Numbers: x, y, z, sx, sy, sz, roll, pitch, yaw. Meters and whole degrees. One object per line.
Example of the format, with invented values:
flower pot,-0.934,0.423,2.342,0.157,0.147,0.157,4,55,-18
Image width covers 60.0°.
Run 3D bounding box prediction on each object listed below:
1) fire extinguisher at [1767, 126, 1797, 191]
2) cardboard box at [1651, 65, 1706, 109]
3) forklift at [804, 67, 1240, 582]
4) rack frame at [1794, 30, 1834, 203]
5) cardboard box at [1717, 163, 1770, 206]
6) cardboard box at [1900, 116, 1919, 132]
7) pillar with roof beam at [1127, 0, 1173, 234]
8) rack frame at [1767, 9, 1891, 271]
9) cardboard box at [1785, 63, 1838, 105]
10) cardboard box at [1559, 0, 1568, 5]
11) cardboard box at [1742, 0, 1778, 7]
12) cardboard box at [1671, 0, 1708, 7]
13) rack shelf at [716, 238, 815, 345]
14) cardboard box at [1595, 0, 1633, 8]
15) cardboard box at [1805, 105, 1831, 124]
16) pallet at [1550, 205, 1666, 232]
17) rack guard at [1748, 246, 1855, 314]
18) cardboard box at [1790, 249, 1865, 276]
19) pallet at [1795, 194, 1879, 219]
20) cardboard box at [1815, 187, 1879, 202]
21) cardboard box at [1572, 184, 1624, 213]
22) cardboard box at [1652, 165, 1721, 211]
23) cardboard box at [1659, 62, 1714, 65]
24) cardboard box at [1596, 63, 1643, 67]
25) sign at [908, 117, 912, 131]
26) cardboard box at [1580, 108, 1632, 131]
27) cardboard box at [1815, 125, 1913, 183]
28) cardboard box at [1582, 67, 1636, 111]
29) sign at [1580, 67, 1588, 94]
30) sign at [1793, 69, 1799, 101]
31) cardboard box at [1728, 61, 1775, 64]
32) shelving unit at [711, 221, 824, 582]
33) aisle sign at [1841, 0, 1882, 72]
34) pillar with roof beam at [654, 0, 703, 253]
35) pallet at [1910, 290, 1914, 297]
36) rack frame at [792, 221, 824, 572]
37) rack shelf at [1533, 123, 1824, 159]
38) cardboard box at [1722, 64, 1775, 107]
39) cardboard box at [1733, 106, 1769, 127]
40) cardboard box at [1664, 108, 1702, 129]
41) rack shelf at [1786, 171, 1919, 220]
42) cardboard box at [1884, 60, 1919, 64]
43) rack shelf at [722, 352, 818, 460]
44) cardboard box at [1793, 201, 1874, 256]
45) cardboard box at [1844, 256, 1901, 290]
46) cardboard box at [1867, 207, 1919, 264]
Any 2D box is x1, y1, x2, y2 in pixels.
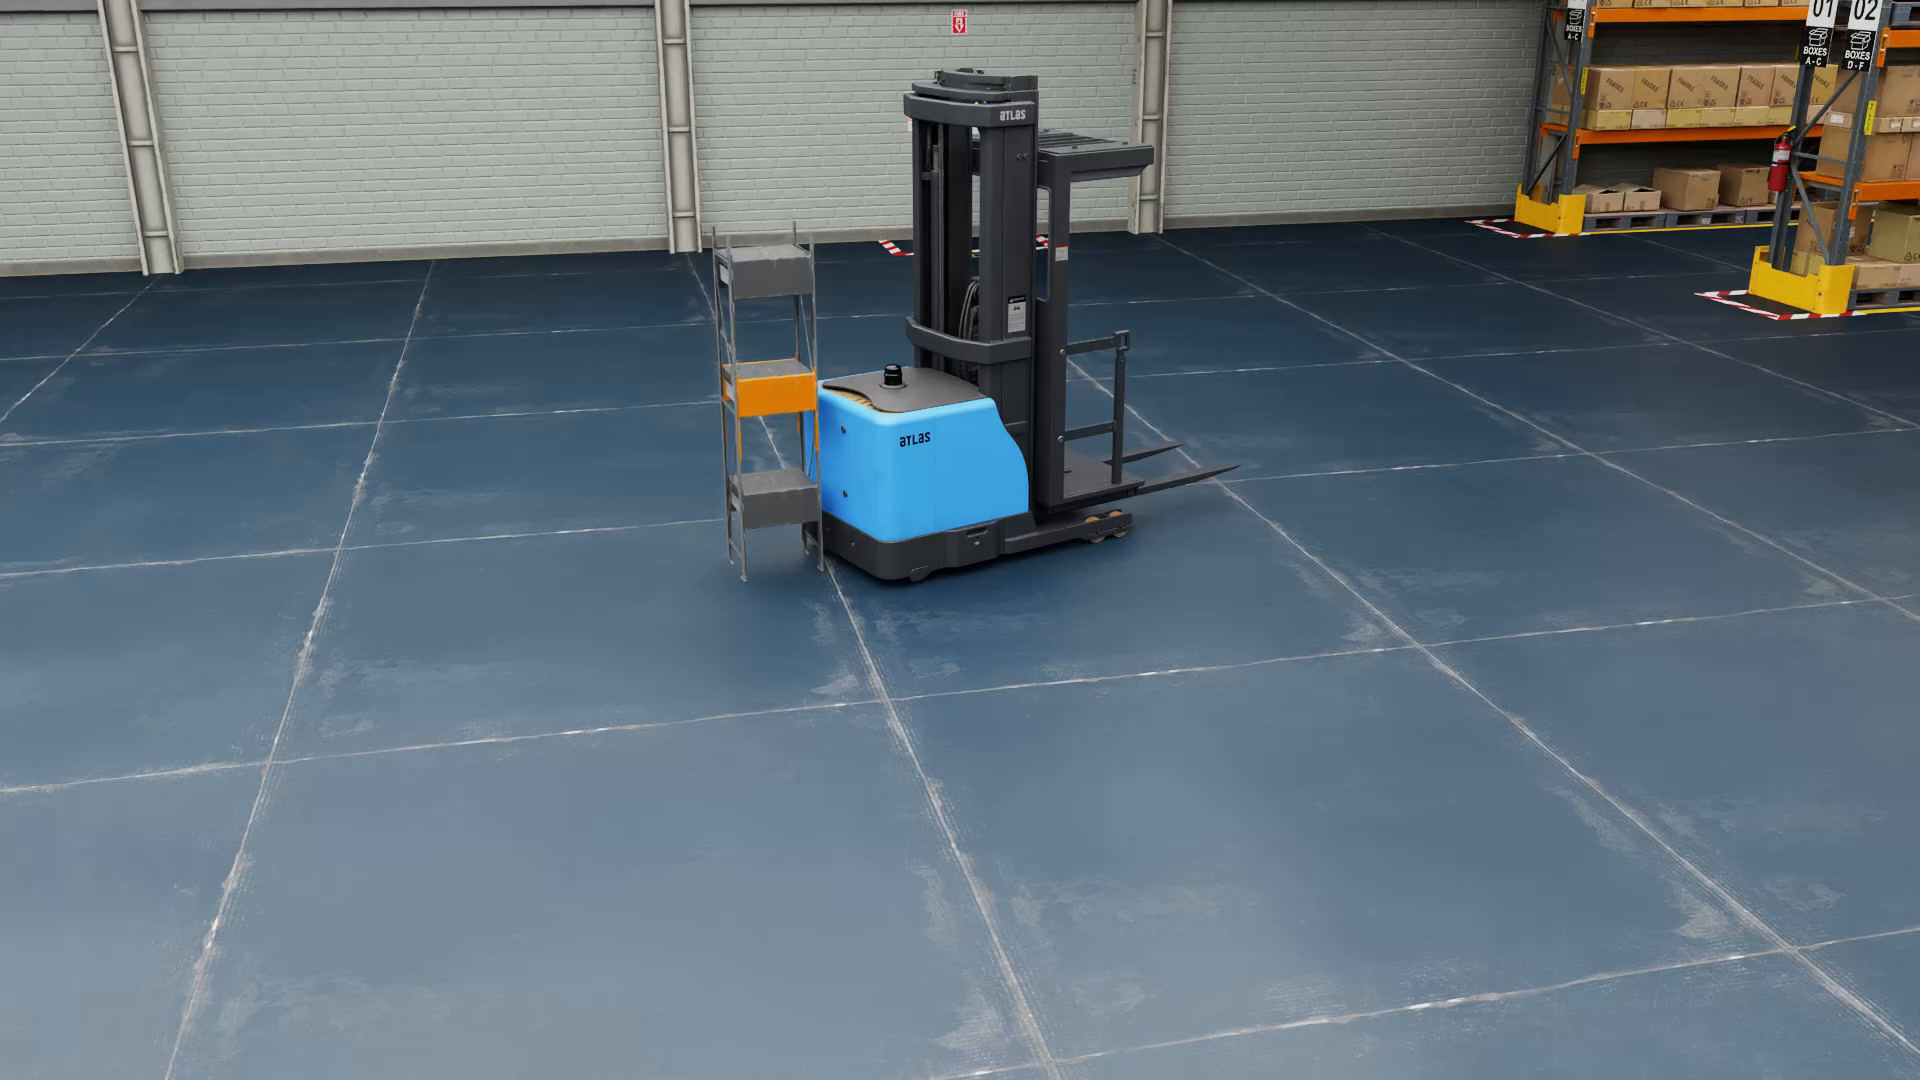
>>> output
fire extinguisher,8.713,-4.055,17.635,0.183,0.674,0.296,-5,21,-12
cardboard box,9.313,-5.905,21.674,0.500,0.500,0.500,-5,21,-14
forklift,0.518,-1.496,10.637,3.031,2.935,1.130,-13,24,-32
rack frame,11.684,-5.919,22.613,0.127,3.000,1.000,-5,21,-12
cardboard box,10.684,-4.857,22.706,0.500,0.500,0.500,-6,21,-17
cardboard box,9.623,-4.277,17.041,0.250,0.149,0.380,-5,21,-14
pillar with roof beam,3.426,-6.849,16.428,0.400,9.000,9.100,-5,21,-12
rack frame,8.935,-3.945,17.222,0.127,3.000,1.000,-5,21,-12
cardboard box,11.296,-6.069,22.121,0.500,0.500,0.500,-5,21,-13
cardboard box,8.140,-7.185,21.533,0.500,0.500,0.500,-3,20,-9
cardboard box,10.224,-7.169,21.489,0.500,0.500,0.500,-5,21,-15
cardboard box,9.210,-7.083,21.255,0.500,0.500,0.500,-4,20,-10
rack shelf,-1.150,-1.467,9.772,0.480,0.518,0.431,-8,21,-20
cardboard box,8.175,-7.010,21.055,0.500,0.500,0.500,-4,21,-11
cardboard box,11.293,-5.719,22.256,0.500,0.250,0.500,-5,21,-12
pallet,8.664,-4.352,22.388,1.213,0.211,1.003,-5,21,-12
rack guard,8.912,-2.769,17.647,0.348,0.500,1.175,-5,21,-12
cardboard box,9.389,-2.992,18.009,0.500,0.250,0.500,-5,21,-12
pallet,12.442,-4.672,23.262,1.213,0.211,1.003,-5,21,-12
cardboard box,12.397,-5.016,23.141,0.500,0.500,0.700,-4,20,-11
cardboard box,8.486,-4.571,22.202,0.500,0.311,0.500,-7,21,-19
cardboard box,9.766,-4.747,22.406,0.500,0.500,0.700,-6,21,-16
cardboard box,9.686,-6.121,22.262,0.500,0.500,0.500,-4,21,-12
cardboard box,8.694,-6.039,22.037,0.500,0.500,0.500,-4,21,-12
sign,-0.541,-5.297,20.863,0.234,0.329,0.001,-5,21,-12
cardboard box,8.340,-5.474,21.586,0.500,0.250,0.500,-5,21,-14
cardboard box,9.393,-4.024,17.294,0.500,0.500,0.700,-5,21,-12
cardboard box,8.326,-5.831,21.470,0.500,0.500,0.500,-5,21,-12
sign,7.917,-5.827,21.104,0.005,0.325,0.100,-5,21,-12
sign,8.824,-4.782,17.481,0.005,0.325,0.100,-5,21,-12
cardboard box,10.675,-6.203,22.487,0.500,0.500,0.500,-5,21,-13
shelving unit,-1.150,-0.823,10.008,0.503,2.100,0.431,-8,21,-20
aisle sign,8.942,-5.058,16.481,0.004,0.787,0.394,-5,21,-12
pillar with roof beam,-2.413,-6.374,15.131,0.400,9.000,9.100,-5,21,-12
pallet,10.855,-2.805,18.166,1.213,0.211,1.003,-5,21,-12
rack frame,-0.922,-0.853,10.090,0.015,2.100,0.400,-8,21,-20
rack shelf,9.738,-5.423,22.304,4.000,0.370,1.077,-5,21,-12
cardboard box,10.319,-5.992,21.909,0.500,0.500,0.500,-5,21,-14
cardboard box,10.321,-5.638,22.033,0.500,0.250,0.500,-5,21,-13
cardboard box,9.339,-5.558,21.816,0.500,0.250,0.500,-5,21,-13
rack shelf,10.882,-3.765,17.778,4.000,0.370,1.077,-5,21,-12
cardboard box,9.955,-4.681,17.201,0.500,0.500,0.700,-5,21,-14
rack shelf,-1.150,-0.810,10.012,0.480,0.518,0.431,-8,21,-20
cardboard box,9.389,-3.345,17.882,0.500,0.500,0.500,-5,21,-12
cardboard box,9.508,-2.819,17.536,0.500,0.250,0.500,-5,21,-12
cardboard box,9.995,-3.211,17.517,0.500,0.500,0.500,-5,21,-12
